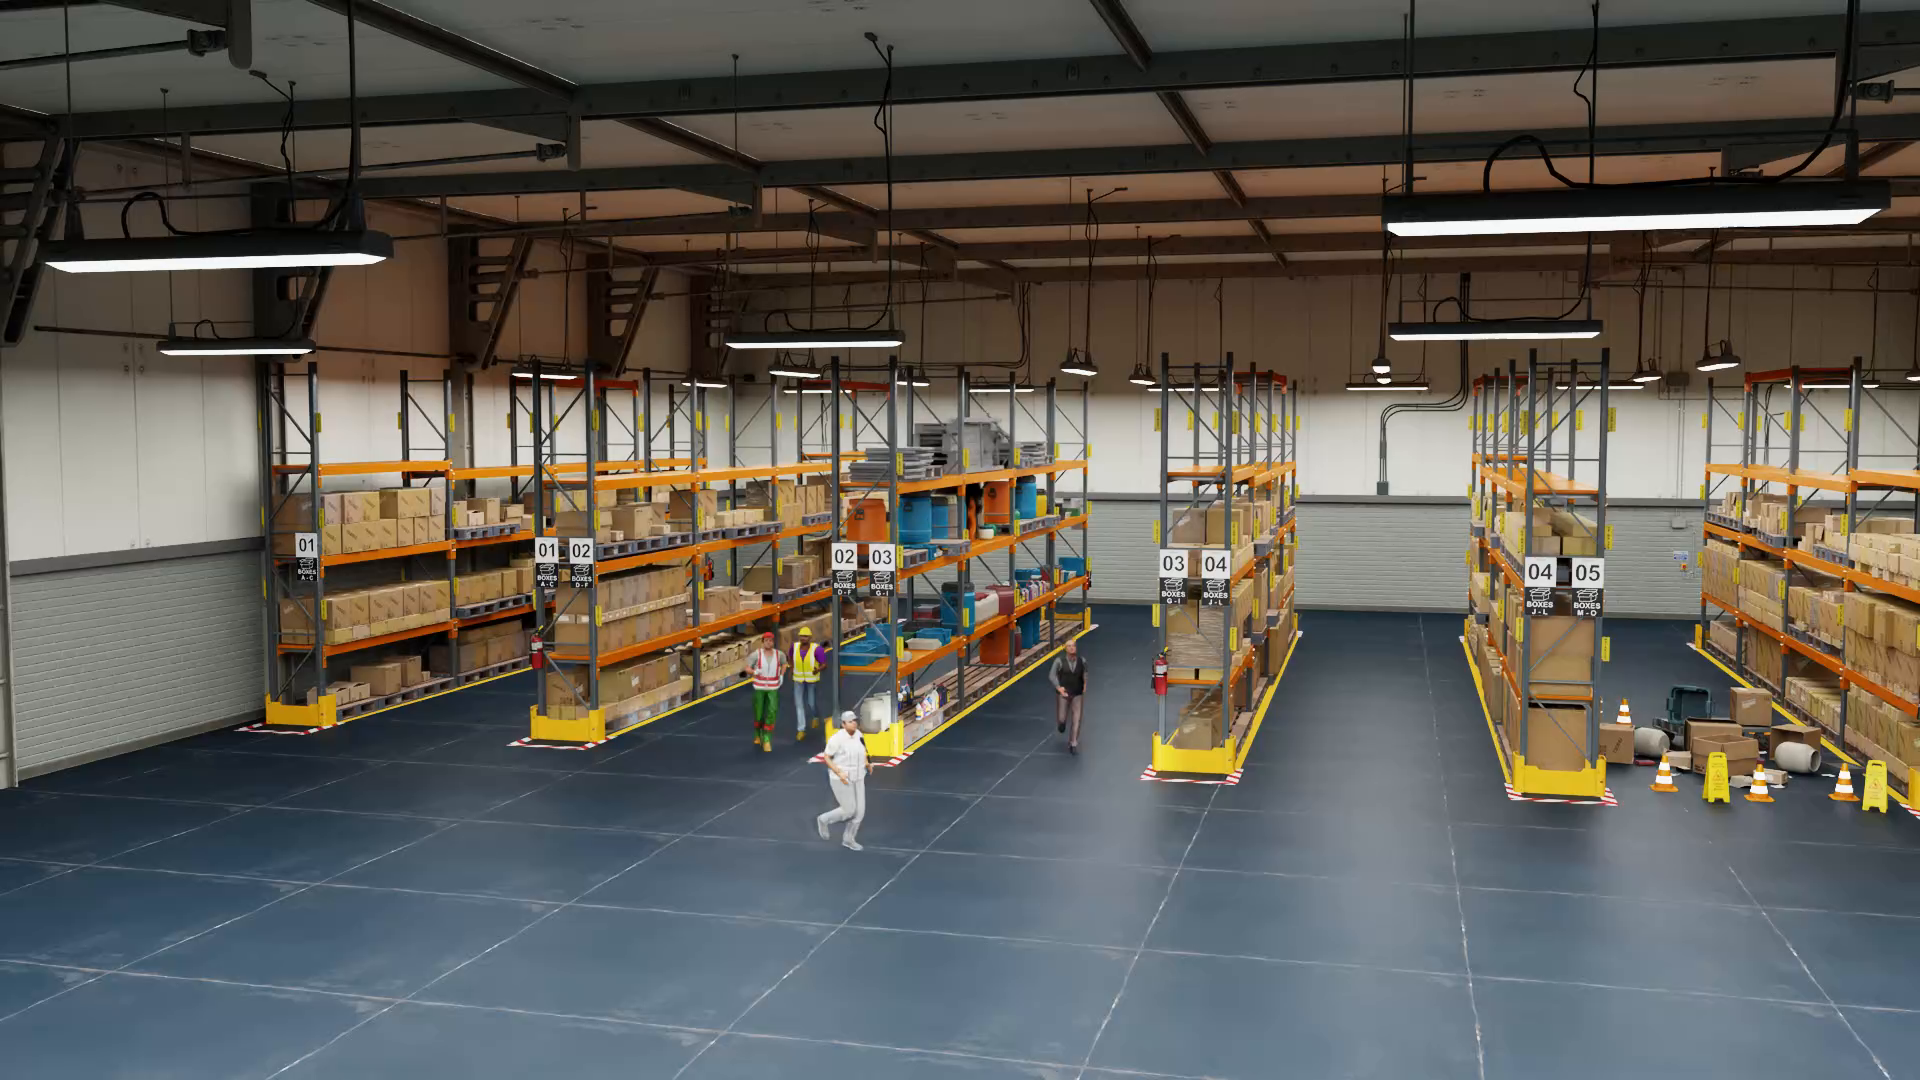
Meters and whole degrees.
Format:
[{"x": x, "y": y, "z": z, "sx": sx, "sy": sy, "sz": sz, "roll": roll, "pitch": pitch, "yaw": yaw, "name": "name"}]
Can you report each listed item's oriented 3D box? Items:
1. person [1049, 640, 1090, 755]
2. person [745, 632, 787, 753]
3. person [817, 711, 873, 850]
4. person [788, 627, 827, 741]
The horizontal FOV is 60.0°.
[{"x": 1.684, "y": 2.387, "z": 25.509, "sx": 0.643, "sy": 1.710, "sz": 0.996, "roll": 0, "pitch": 4, "yaw": -1, "name": "person"}, {"x": -2.971, "y": 2.330, "z": 25.516, "sx": 0.657, "sy": 1.864, "sz": 0.726, "roll": -1, "pitch": 4, "yaw": -10, "name": "person"}, {"x": -1.321, "y": 2.822, "z": 19.616, "sx": 0.561, "sy": 1.640, "sz": 0.602, "roll": 4, "pitch": 5, "yaw": 41, "name": "person"}, {"x": -2.436, "y": 2.251, "z": 26.544, "sx": 0.661, "sy": 1.763, "sz": 0.986, "roll": 0, "pitch": 4, "yaw": 6, "name": "person"}]
